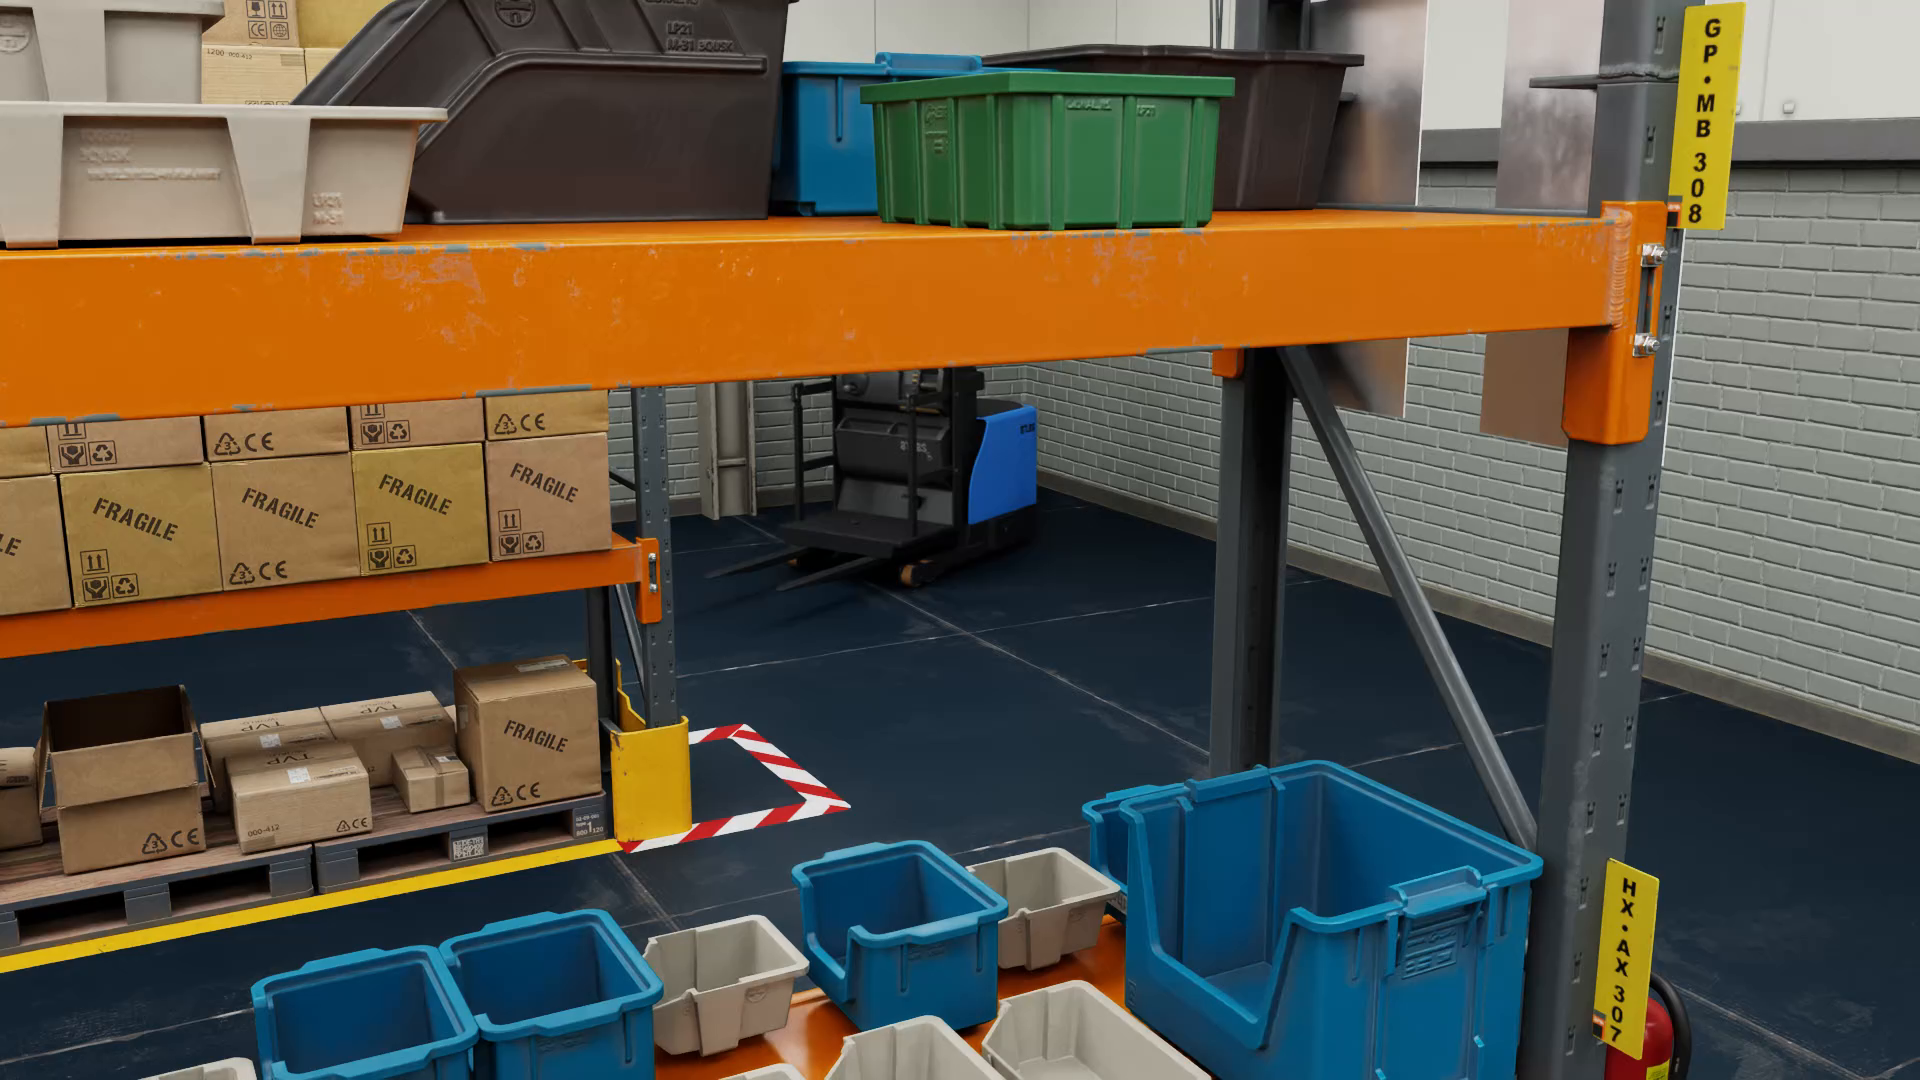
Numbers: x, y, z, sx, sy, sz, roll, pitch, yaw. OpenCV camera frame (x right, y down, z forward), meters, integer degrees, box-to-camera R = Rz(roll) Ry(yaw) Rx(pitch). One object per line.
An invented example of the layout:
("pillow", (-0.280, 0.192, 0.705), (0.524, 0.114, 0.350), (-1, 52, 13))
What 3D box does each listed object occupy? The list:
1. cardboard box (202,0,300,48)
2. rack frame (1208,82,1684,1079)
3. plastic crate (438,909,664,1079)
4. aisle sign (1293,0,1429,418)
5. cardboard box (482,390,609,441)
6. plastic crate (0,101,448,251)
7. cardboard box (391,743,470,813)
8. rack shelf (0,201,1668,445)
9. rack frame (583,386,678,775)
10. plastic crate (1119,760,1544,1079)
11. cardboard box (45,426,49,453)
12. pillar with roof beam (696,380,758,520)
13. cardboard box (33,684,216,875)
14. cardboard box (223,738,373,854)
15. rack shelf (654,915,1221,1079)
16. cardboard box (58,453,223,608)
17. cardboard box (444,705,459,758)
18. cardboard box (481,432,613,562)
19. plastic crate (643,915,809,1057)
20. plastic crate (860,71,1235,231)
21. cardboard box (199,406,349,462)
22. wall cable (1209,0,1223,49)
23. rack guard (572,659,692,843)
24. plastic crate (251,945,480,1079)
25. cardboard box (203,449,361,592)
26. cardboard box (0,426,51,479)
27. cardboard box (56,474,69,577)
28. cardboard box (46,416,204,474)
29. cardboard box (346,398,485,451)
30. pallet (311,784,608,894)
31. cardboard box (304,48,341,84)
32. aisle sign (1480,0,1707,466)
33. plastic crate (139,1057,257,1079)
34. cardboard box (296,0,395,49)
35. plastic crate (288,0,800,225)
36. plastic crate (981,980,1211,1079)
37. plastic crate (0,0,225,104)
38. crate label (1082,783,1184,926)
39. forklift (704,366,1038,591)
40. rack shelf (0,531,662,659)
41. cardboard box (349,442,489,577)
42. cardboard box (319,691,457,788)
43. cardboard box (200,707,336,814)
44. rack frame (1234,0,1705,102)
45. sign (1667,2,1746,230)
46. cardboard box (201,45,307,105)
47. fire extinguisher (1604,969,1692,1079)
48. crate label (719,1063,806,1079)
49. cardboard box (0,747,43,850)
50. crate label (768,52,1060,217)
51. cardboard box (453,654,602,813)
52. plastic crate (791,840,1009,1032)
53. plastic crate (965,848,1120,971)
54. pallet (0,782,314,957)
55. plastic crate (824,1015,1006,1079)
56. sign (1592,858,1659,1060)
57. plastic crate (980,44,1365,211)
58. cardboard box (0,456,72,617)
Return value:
("cardboard box", (-2.845, -2.111, 6.320), (0.500, 0.500, 0.700), (-7, 14, -28))
("rack frame", (0.836, 0.677, 3.267), (0.127, 3.000, 1.000), (-7, 14, -28))
("plastic crate", (-0.695, 0.831, 2.830), (0.300, 0.233, 0.416), (-7, 14, -28))
("aisle sign", (0.756, -0.656, 3.270), (0.004, 0.787, 0.394), (-7, 14, -28))
("cardboard box", (-1.793, -0.714, 6.946), (0.500, 0.500, 0.500), (-7, 14, -28))
("plastic crate", (-0.859, -0.392, 1.788), (0.530, 0.136, 0.437), (-7, 14, -28))
("cardboard box", (-2.292, 1.020, 7.196), (0.250, 0.166, 0.380), (-7, 14, -28))
("rack shelf", (-0.920, -0.225, 2.082), (4.000, 0.370, 1.077), (-7, 14, -28))
("rack frame", (-1.535, -0.278, 7.511), (0.127, 3.000, 1.000), (-7, 14, -28))
("plastic crate", (0.631, 0.702, 2.940), (0.499, 0.435, 0.616), (-7, 14, -28))
("cardboard box", (-3.835, -0.604, 6.455), (0.500, 0.500, 0.500), (-7, 14, -27))
("pillar with roof beam", (0.107, -3.780, 9.408), (0.400, 9.000, 9.100), (-7, 14, -28))
("cardboard box", (-3.399, 0.948, 6.749), (0.637, 0.503, 0.797), (-7, 14, -28))
("cardboard box", (-2.742, 1.048, 6.881), (0.500, 0.250, 0.500), (-7, 14, -28))
("rack shelf", (-0.920, 1.239, 2.411), (4.000, 0.370, 1.077), (-7, 14, -28))
("cardboard box", (-3.134, -0.067, 6.348), (0.500, 0.500, 0.500), (-7, 14, -29))
("cardboard box", (-2.286, 0.894, 7.755), (0.250, 0.166, 0.380), (-7, 14, -28))
("cardboard box", (-1.797, -0.227, 7.057), (0.500, 0.500, 0.500), (-6, 14, -26))
("plastic crate", (-0.456, 0.829, 3.060), (0.298, 0.136, 0.250), (-7, 14, -28))
("plastic crate", (0.107, -0.524, 2.255), (0.336, 0.188, 0.450), (-7, 14, -28))
("cardboard box", (-2.689, -0.606, 6.463), (0.500, 0.500, 0.500), (-6, 14, -26))
("wall cable", (1.224, -3.170, 13.771), (0.112, 2.526, 3.097), (-7, 14, -28))
("rack guard", (-1.601, 0.950, 7.749), (0.348, 0.500, 1.175), (-7, 14, -28))
("plastic crate", (-0.958, 0.862, 2.690), (0.300, 0.233, 0.416), (-7, 14, -28))
("cardboard box", (-2.691, -0.120, 6.583), (0.500, 0.500, 0.500), (-7, 14, -27))
("cardboard box", (-3.593, -0.497, 5.981), (0.500, 0.500, 0.500), (-7, 15, -30))
("cardboard box", (-3.828, -0.117, 6.567), (0.500, 0.500, 0.500), (-6, 14, -27))
("cardboard box", (-3.140, -0.552, 6.223), (0.500, 0.500, 0.500), (-6, 14, -26))
("cardboard box", (-2.237, -0.661, 6.709), (0.500, 0.500, 0.500), (-6, 14, -26))
("pallet", (-2.301, 1.175, 7.408), (1.213, 0.211, 1.003), (-7, 14, -28))
("cardboard box", (-2.302, -1.756, 6.450), (0.500, 0.250, 0.500), (-7, 14, -28))
("aisle sign", (1.039, -0.542, 2.764), (0.004, 0.787, 0.394), (-7, 14, -28))
("plastic crate", (-1.291, 0.957, 2.491), (0.466, 0.136, 0.293), (-7, 14, -28))
("cardboard box", (-2.457, -2.184, 6.645), (0.500, 0.500, 0.700), (-7, 14, -28))
("plastic crate", (-0.637, -0.648, 2.466), (0.767, 0.338, 0.504), (-7, 14, -28))
("plastic crate", (0.207, 0.898, 2.753), (0.243, 0.136, 0.396), (-7, 14, -28))
("plastic crate", (-1.258, -0.554, 2.179), (0.530, 0.282, 0.437), (-7, 14, -28))
("crate label", (0.461, 0.692, 3.445), (0.303, 0.233, 0.416), (-7, 14, -28))
("forklift", (-0.604, -1.210, 11.812), (1.130, 2.935, 3.031), (8, 15, 32))
("rack shelf", (-3.290, 0.284, 6.655), (4.000, 0.370, 1.077), (-7, 14, -28))
("cardboard box", (-2.251, -0.171, 6.812), (0.500, 0.500, 0.500), (-7, 14, -27))
("cardboard box", (-2.587, 0.904, 7.519), (0.500, 0.250, 0.500), (-7, 14, -28))
("cardboard box", (-3.025, 0.957, 7.285), (0.500, 0.250, 0.500), (-7, 14, -28))
("rack frame", (0.836, -2.249, 2.608), (0.127, 3.000, 1.000), (-7, 14, -28))
("sign", (1.113, -0.631, 2.486), (0.005, 0.325, 0.100), (-7, 14, -28))
("cardboard box", (-2.743, -1.704, 6.220), (0.500, 0.250, 0.500), (-7, 14, -28))
("fire extinguisher", (1.186, 0.969, 2.998), (0.183, 0.674, 0.296), (-7, 14, -28))
("crate label", (-0.288, 0.959, 2.479), (0.243, 0.136, 0.396), (-7, 14, -28))
("cardboard box", (-4.023, 1.047, 6.747), (0.500, 0.311, 0.500), (-7, 14, -28))
("crate label", (-0.129, -0.679, 2.799), (0.502, 0.251, 0.408), (-7, 14, -28))
("cardboard box", (-1.894, 0.832, 7.272), (0.500, 0.500, 0.500), (-7, 14, -28))
("plastic crate", (-0.117, 0.762, 3.138), (0.300, 0.233, 0.416), (-7, 14, -28))
("plastic crate", (0.140, 0.757, 3.377), (0.298, 0.136, 0.250), (-7, 14, -28))
("pallet", (-3.370, 1.303, 6.841), (1.213, 0.211, 1.003), (-7, 14, -28))
("plastic crate", (-0.055, 0.925, 2.630), (0.243, 0.136, 0.396), (-7, 14, -28))
("sign", (1.113, 0.702, 2.786), (0.005, 0.325, 0.100), (-7, 14, -28))
("plastic crate", (0.364, -0.735, 3.011), (0.590, 0.269, 0.497), (-7, 14, -28))
("cardboard box", (-3.579, -0.013, 6.109), (0.500, 0.500, 0.500), (-7, 14, -28))
